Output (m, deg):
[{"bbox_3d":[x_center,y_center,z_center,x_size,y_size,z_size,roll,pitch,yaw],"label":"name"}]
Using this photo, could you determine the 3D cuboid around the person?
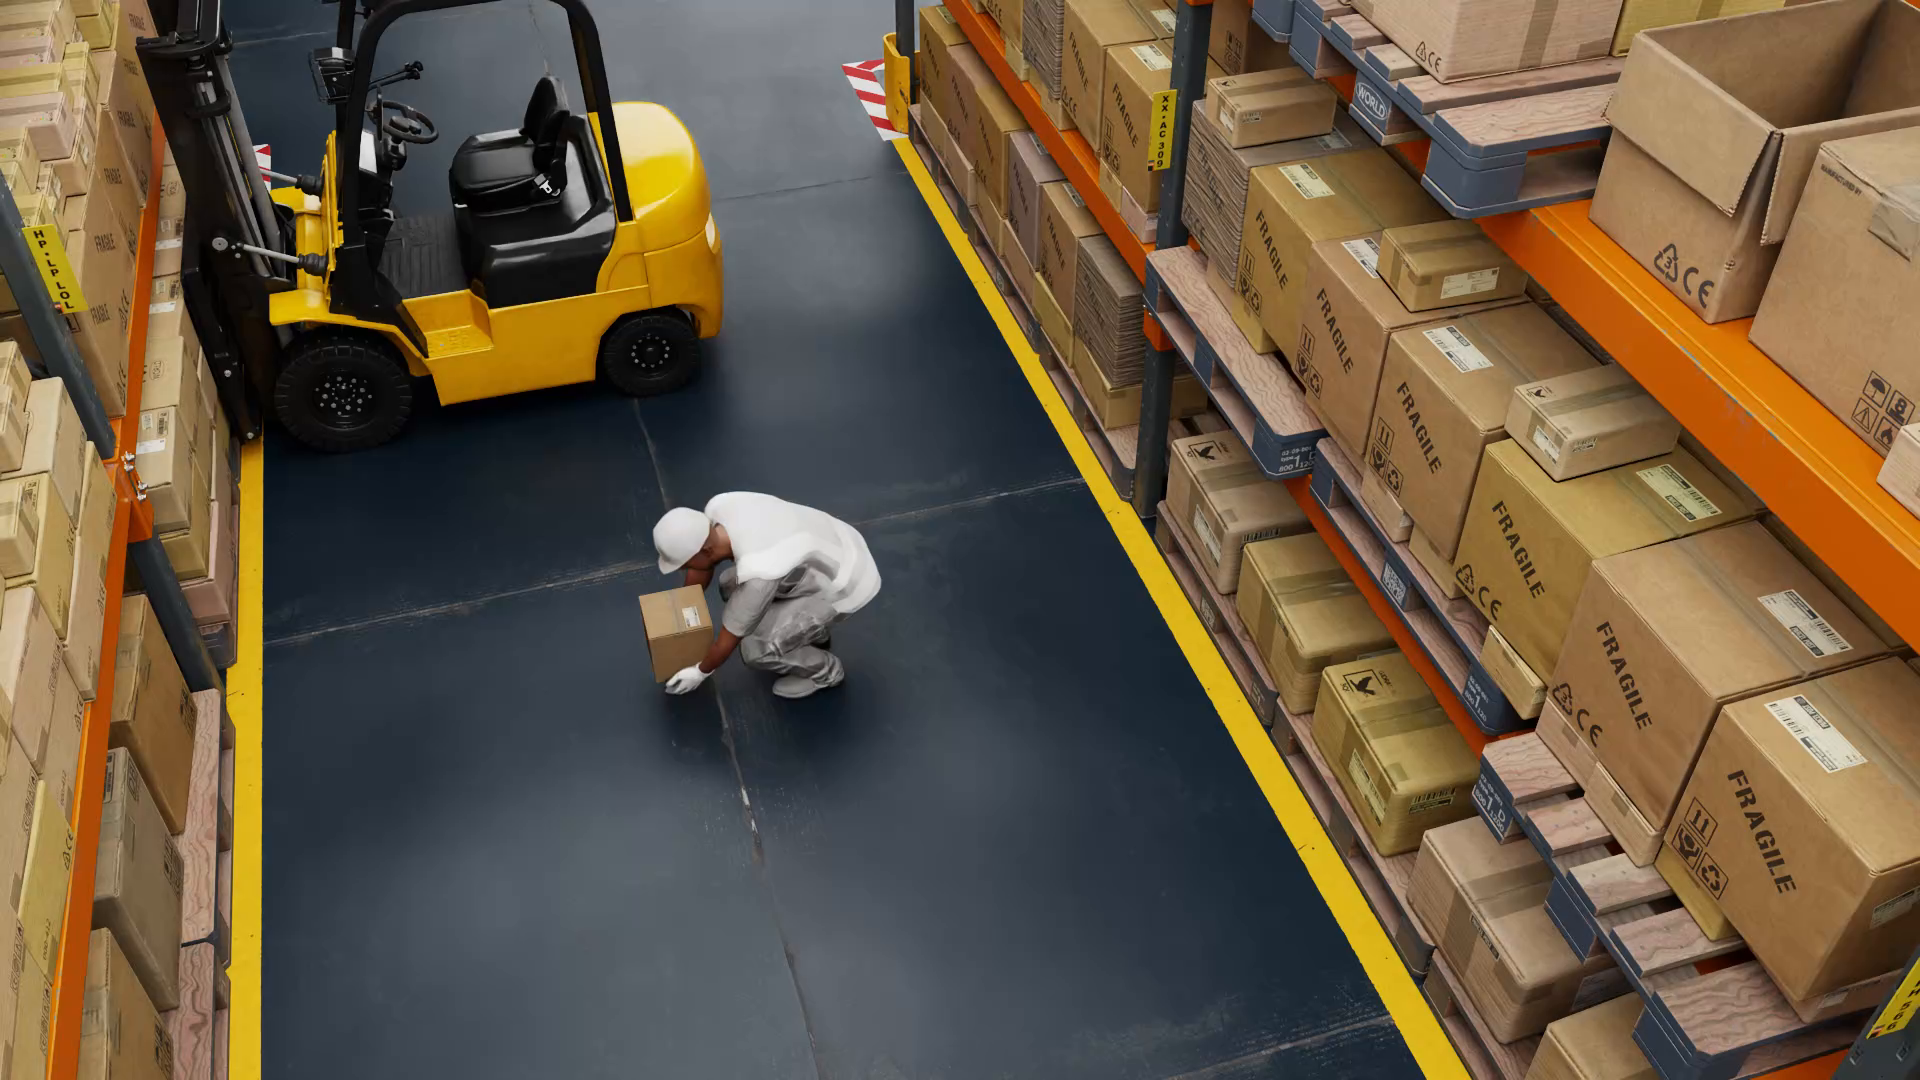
[{"bbox_3d":[-0.769,0.189,6.531,0.914,0.993,0.577,-12,43,-13],"label":"person"}]
